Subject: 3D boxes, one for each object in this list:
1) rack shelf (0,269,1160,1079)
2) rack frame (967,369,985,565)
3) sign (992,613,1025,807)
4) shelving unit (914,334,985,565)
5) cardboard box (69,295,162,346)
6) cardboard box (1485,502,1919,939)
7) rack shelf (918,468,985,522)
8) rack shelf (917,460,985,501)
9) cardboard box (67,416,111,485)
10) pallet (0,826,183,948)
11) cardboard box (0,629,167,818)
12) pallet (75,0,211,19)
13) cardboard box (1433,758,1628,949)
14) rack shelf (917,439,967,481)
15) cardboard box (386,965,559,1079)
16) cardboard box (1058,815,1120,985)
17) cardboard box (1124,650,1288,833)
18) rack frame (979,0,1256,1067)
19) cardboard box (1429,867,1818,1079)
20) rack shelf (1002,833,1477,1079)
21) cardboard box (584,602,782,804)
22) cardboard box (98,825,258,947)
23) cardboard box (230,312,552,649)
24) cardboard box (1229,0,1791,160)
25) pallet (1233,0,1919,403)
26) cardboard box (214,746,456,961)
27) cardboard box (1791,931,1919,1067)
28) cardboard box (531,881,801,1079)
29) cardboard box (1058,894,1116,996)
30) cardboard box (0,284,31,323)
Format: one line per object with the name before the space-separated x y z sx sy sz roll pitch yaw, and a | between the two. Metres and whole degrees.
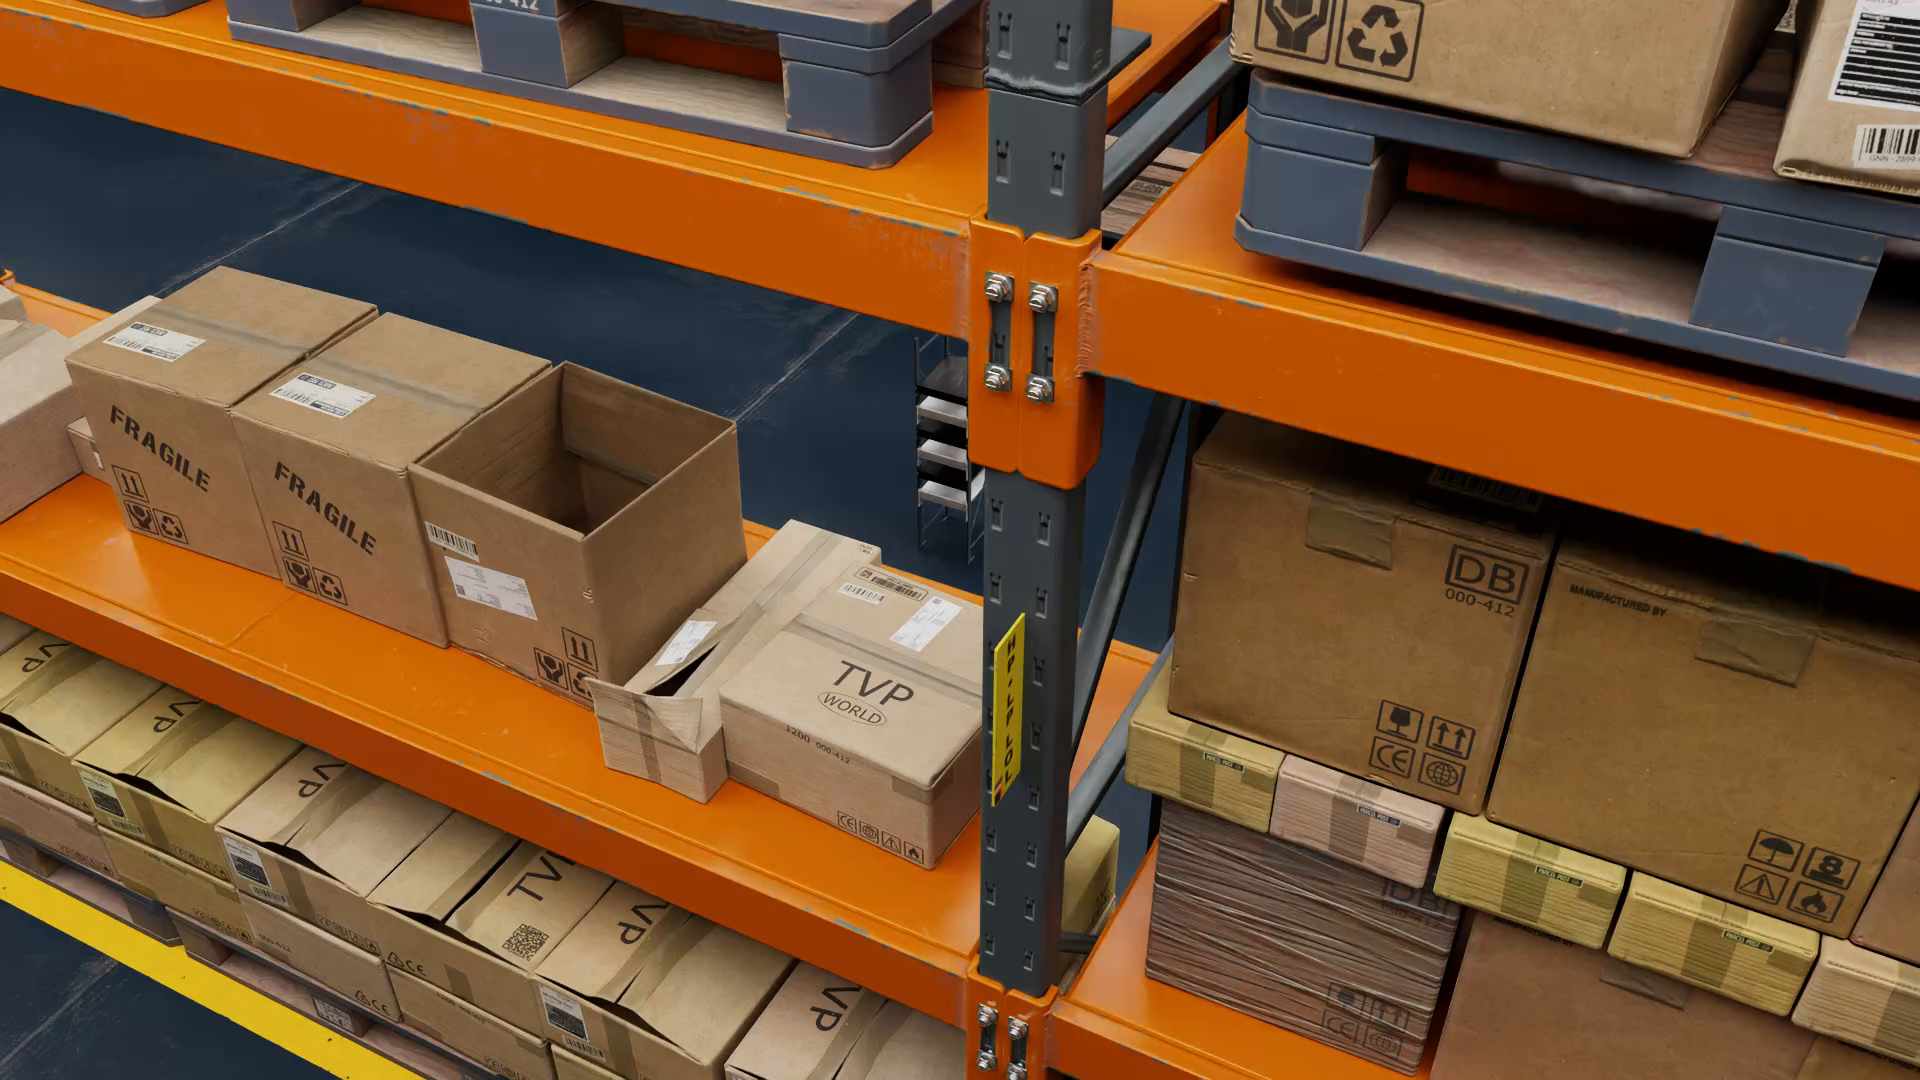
rack shelf | -1.460 0.128 4.196 4.000 0.370 1.077 17 41 21
rack frame | 0.083 -0.332 5.944 0.006 0.900 0.240 17 41 21
sign | 0.075 0.261 2.532 0.005 0.325 0.100 17 41 21
shelving unit | -0.007 -0.361 5.981 0.210 0.900 0.258 17 41 21
cardboard box | -2.311 -0.513 4.653 0.250 0.149 0.380 17 41 21
cardboard box | 1.162 0.100 2.481 0.500 0.500 0.700 17 40 21
rack shelf | -0.007 -0.191 6.110 0.200 0.077 0.258 17 41 21
rack shelf | -0.007 -0.262 6.055 0.200 0.077 0.258 17 41 21
cardboard box | -2.078 -0.291 4.360 0.250 0.149 0.380 20 42 25
pallet | -2.523 0.645 5.225 1.213 0.211 1.003 17 41 21
cardboard box | -2.436 0.434 4.660 0.500 0.311 0.500 16 40 20
pallet | -1.598 -1.385 3.268 1.213 0.211 1.003 19 41 24
cardboard box | 0.918 0.418 2.599 0.250 0.149 0.380 16 40 20
rack shelf | -0.007 -0.334 6.001 0.200 0.077 0.258 17 41 21
cardboard box | -1.089 1.082 4.271 0.500 0.250 0.500 18 41 22
cardboard box | 0.063 0.853 4.108 0.500 0.311 0.500 18 41 22
cardboard box | 0.465 0.278 2.784 0.250 0.149 0.380 17 41 21
rack frame | 0.315 0.397 3.246 0.127 3.000 1.000 17 41 21
cardboard box | 1.184 0.620 2.869 0.500 0.500 0.700 17 40 21
rack shelf | 2.091 1.240 2.731 4.000 0.370 1.077 17 41 21
cardboard box | -0.550 0.305 3.479 0.258 0.266 0.396 16 40 20
cardboard box | -1.995 0.797 4.646 0.500 0.250 0.500 16 40 20
cardboard box | -1.272 -0.151 3.885 0.500 0.500 0.500 17 41 22
cardboard box | 0.642 -0.779 1.768 0.500 0.500 0.500 21 42 25
pallet | 1.085 -0.539 2.072 1.213 0.211 1.003 17 41 21
cardboard box | -1.527 0.720 4.284 0.500 0.311 0.500 17 40 21
cardboard box | 1.373 0.561 2.411 0.250 0.149 0.380 16 40 20
cardboard box | -0.641 1.002 3.913 0.500 0.311 0.500 19 41 23
cardboard box | 0.071 1.080 4.273 0.500 0.250 0.500 16 40 20
cardboard box | -2.934 -0.555 4.574 0.500 0.311 0.500 20 42 24
